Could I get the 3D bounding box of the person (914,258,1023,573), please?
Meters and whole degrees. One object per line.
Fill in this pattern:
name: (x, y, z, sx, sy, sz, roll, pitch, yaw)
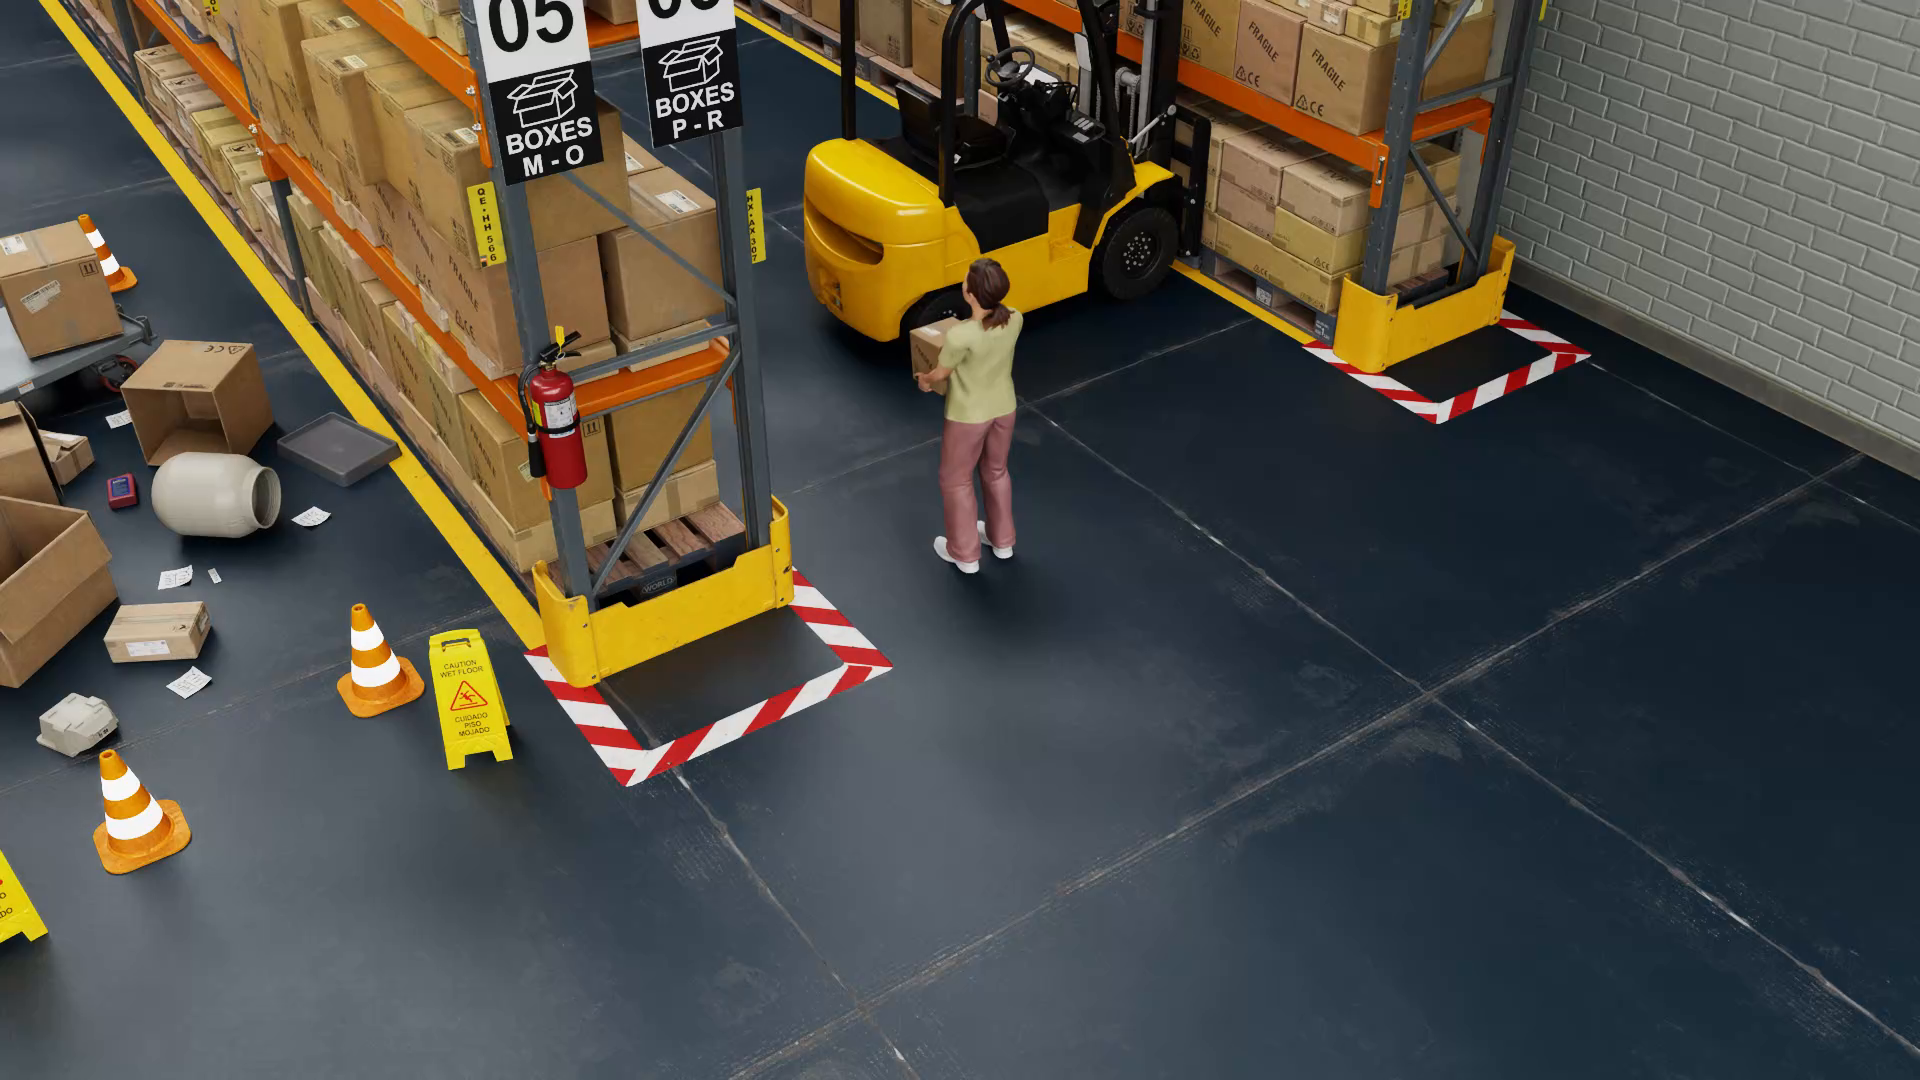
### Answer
person: (0.047, -0.620, 7.848, 0.428, 1.663, 0.558, -23, 42, -27)
